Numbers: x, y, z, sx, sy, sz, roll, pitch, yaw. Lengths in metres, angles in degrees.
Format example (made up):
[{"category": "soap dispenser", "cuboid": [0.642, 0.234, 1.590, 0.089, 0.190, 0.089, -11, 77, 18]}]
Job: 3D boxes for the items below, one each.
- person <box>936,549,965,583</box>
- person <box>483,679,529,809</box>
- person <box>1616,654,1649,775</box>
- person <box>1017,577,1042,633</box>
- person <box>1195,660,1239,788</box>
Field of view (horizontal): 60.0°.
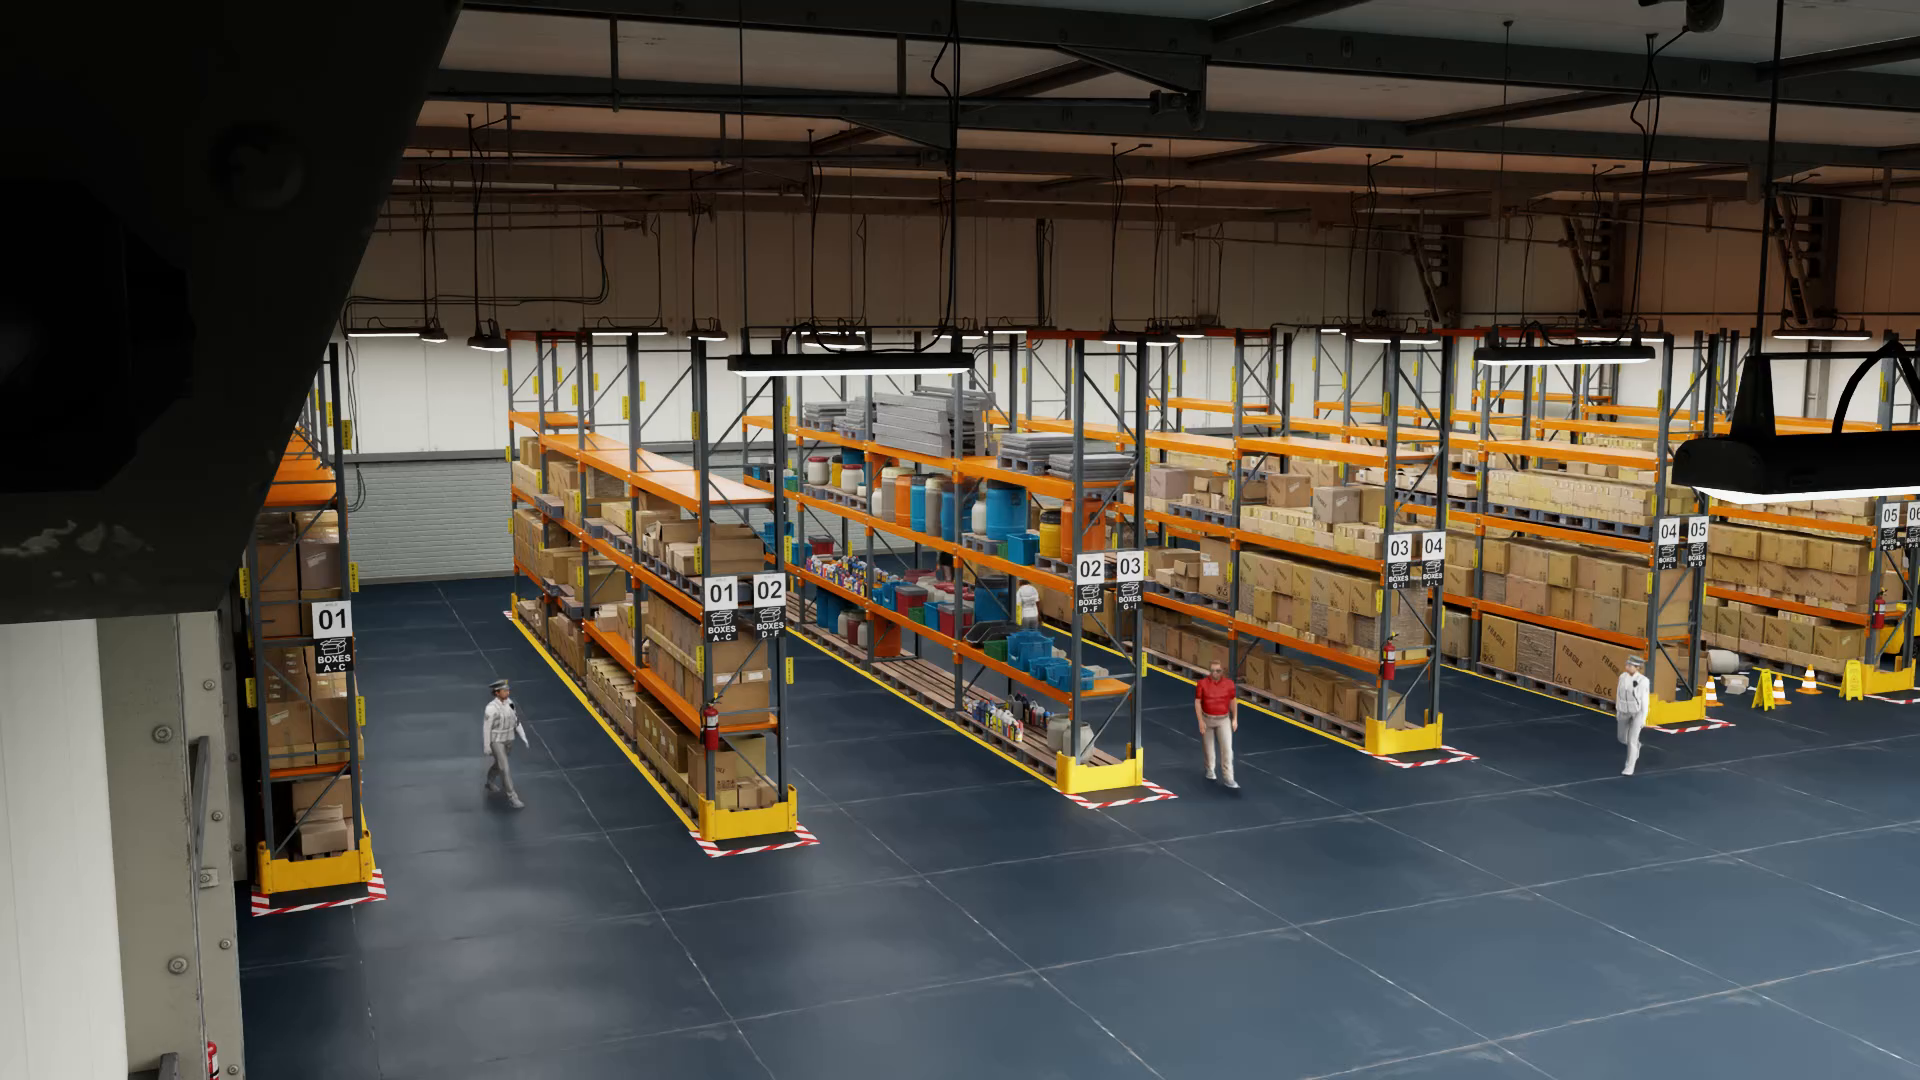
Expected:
[{"category": "person", "cuboid": [-0.196, 0.551, 36.361, 0.575, 1.663, 1.074, -3, 8, -20]}, {"category": "person", "cuboid": [-5.916, 2.583, 21.529, 1.069, 1.613, 0.560, 7, 10, 40]}, {"category": "person", "cuboid": [9.346, 2.376, 23.055, 0.768, 1.648, 0.484, -7, 11, -43]}, {"category": "person", "cuboid": [1.227, 1.329, 29.692, 0.599, 1.553, 0.530, -3, 8, -23]}, {"category": "person", "cuboid": [3.444, 2.451, 22.288, 0.600, 1.679, 1.003, 1, 8, 9]}]
